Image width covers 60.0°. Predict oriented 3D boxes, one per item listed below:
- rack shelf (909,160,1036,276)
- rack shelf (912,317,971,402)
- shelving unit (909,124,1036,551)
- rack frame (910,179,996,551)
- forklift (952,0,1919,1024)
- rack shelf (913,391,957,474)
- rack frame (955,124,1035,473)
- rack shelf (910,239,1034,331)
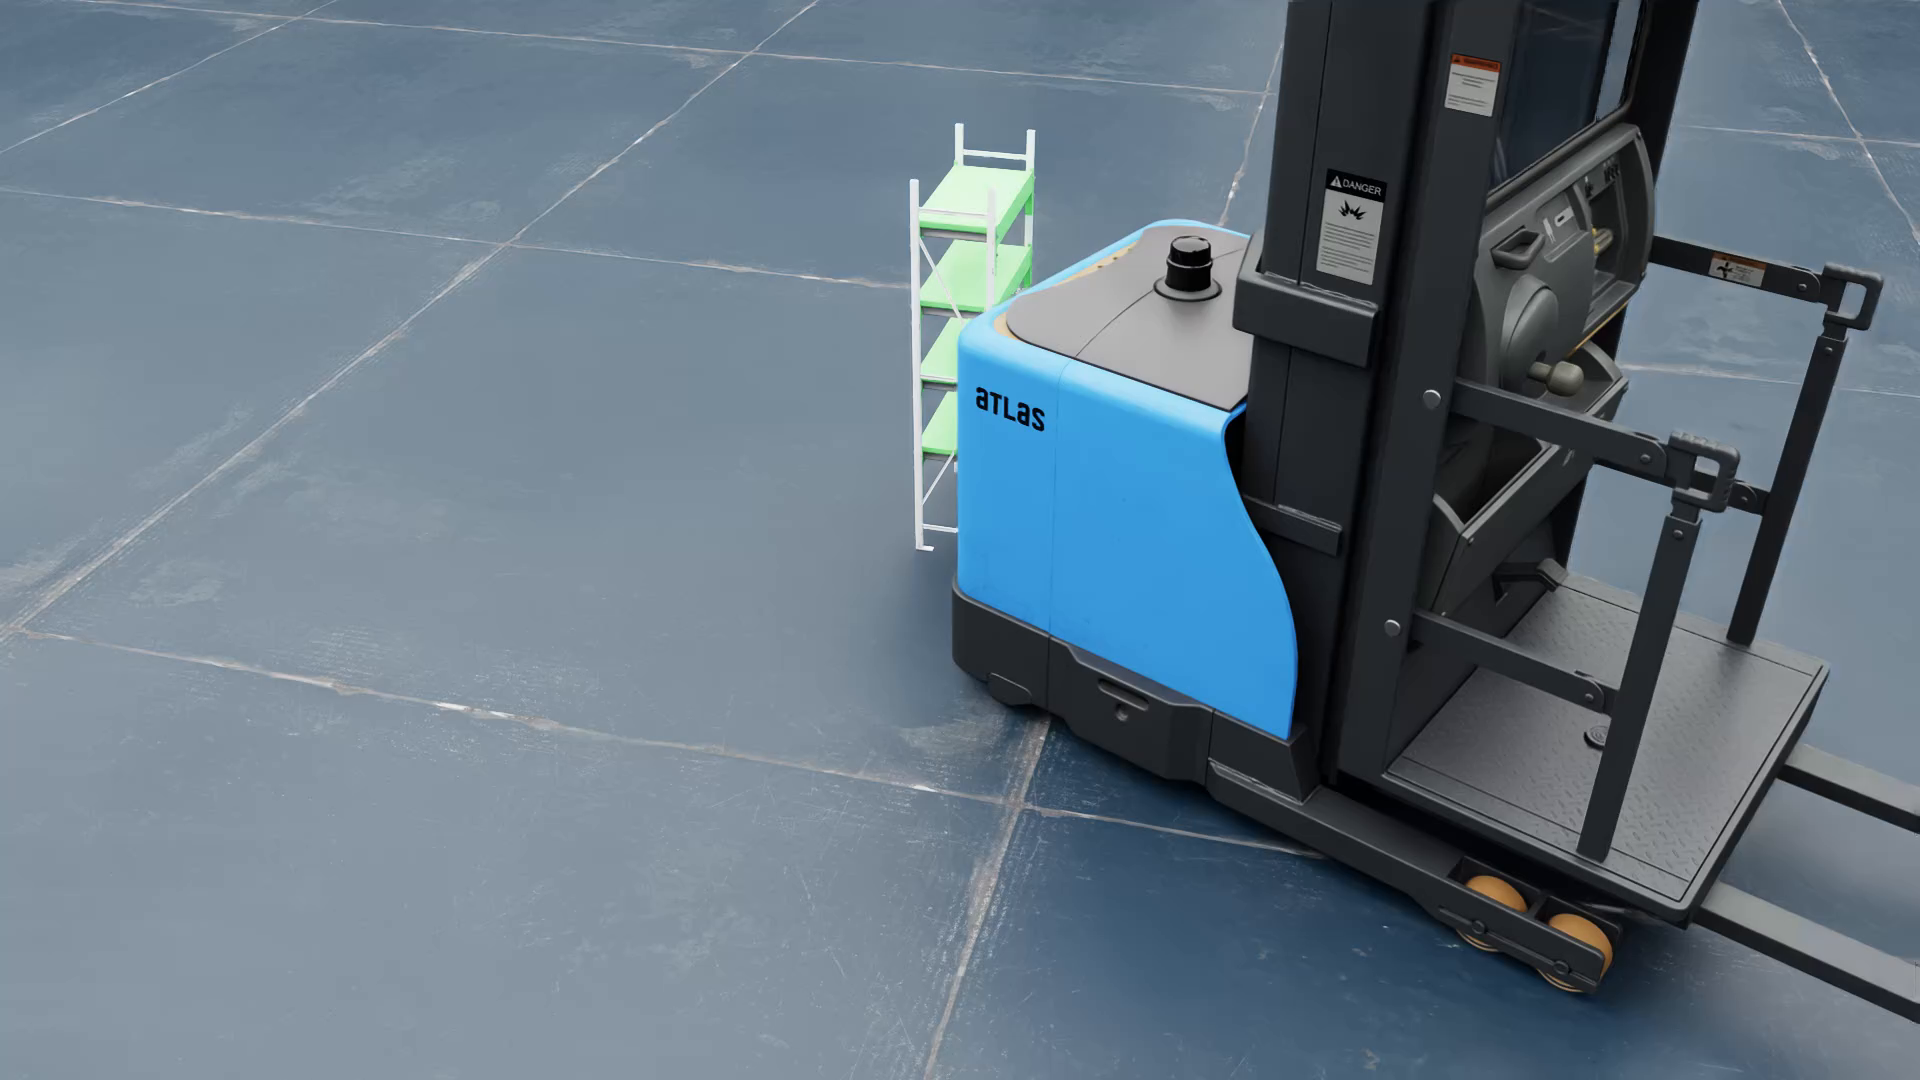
[{"bbox_3d":[0.042,-0.943,4.840,0.258,0.148,0.480,8,33,12],"label":"rack shelf"},{"bbox_3d":[0.042,-0.538,5.098,0.258,0.148,0.480,8,33,12],"label":"rack shelf"},{"bbox_3d":[0.042,-0.592,5.063,0.258,1.200,0.503,8,33,12],"label":"shelving unit"},{"bbox_3d":[-0.020,-0.466,4.864,0.240,1.200,0.015,8,33,12],"label":"rack frame"},{"bbox_3d":[1.444,-0.562,3.403,3.031,2.935,1.130,23,39,32],"label":"forklift"},{"bbox_3d":[0.042,-0.336,5.226,0.258,0.148,0.480,8,33,12],"label":"rack shelf"},{"bbox_3d":[0.104,-0.719,5.262,0.240,1.200,0.015,8,33,12],"label":"rack frame"},{"bbox_3d":[0.042,-0.741,4.969,0.258,0.148,0.480,8,33,12],"label":"rack shelf"}]
